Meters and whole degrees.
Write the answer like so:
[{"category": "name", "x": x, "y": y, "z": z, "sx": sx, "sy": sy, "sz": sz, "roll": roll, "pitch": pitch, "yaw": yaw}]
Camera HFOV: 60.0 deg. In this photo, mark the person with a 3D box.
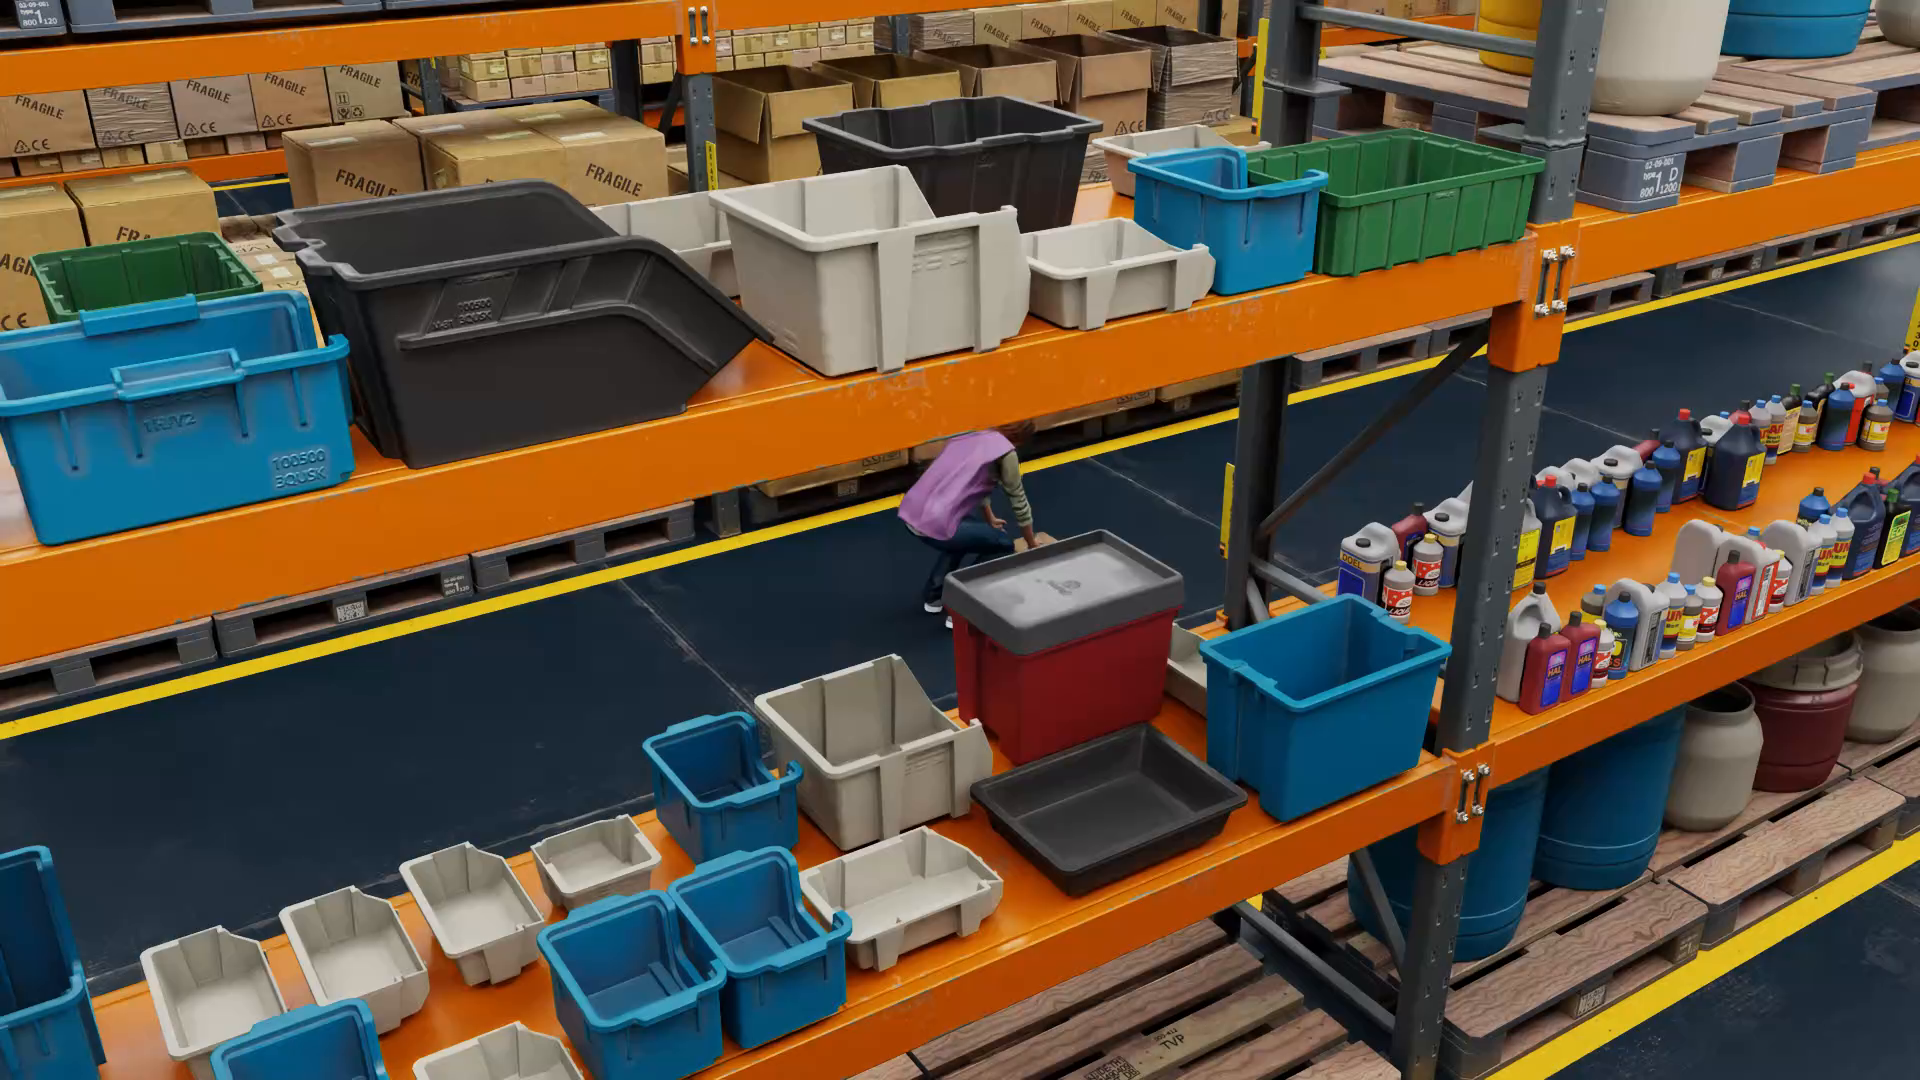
[{"category": "person", "x": 0.043, "y": -0.120, "z": 8.043, "sx": 0.768, "sy": 1.022, "sz": 0.457, "roll": -16, "pitch": 30, "yaw": -30}]
